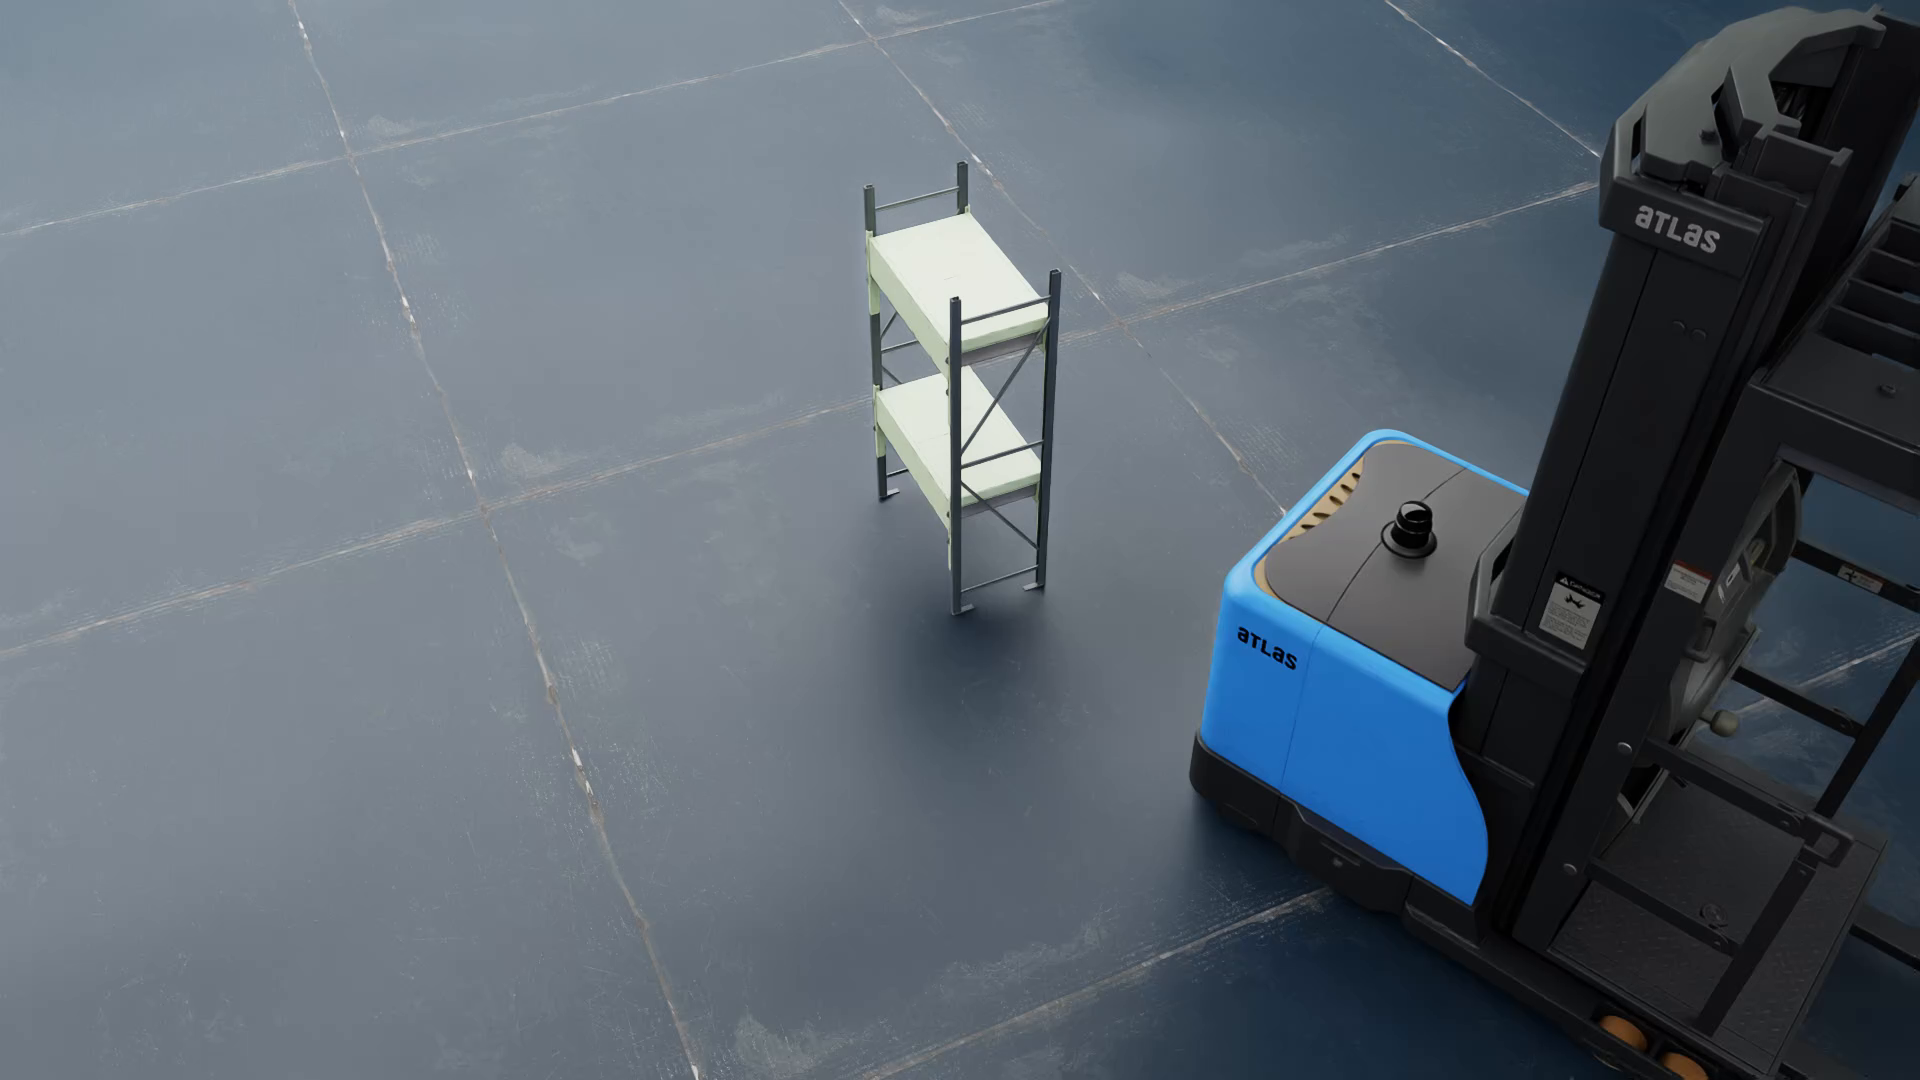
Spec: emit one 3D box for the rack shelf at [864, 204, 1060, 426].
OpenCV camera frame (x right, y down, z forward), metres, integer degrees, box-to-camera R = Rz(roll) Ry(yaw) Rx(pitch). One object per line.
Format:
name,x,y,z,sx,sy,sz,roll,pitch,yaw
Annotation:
rack shelf,-0.003,-0.816,5.953,0.431,0.370,0.720,-18,47,-17

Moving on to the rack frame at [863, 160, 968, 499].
rack frame,-0.157,-0.771,6.464,0.400,1.500,0.023,-18,47,-17

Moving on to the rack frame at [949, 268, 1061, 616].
rack frame,0.151,-0.305,5.991,0.400,1.500,0.023,-18,47,-17

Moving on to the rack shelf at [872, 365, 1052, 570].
rack shelf,-0.003,-0.306,6.457,0.431,0.370,0.720,-18,47,-17

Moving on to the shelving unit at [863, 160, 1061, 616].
shelving unit,-0.003,-0.538,6.228,0.431,1.500,0.755,-18,47,-17

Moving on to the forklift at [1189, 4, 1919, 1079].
forklift,2.259,0.240,4.420,3.031,2.935,1.130,30,52,27
